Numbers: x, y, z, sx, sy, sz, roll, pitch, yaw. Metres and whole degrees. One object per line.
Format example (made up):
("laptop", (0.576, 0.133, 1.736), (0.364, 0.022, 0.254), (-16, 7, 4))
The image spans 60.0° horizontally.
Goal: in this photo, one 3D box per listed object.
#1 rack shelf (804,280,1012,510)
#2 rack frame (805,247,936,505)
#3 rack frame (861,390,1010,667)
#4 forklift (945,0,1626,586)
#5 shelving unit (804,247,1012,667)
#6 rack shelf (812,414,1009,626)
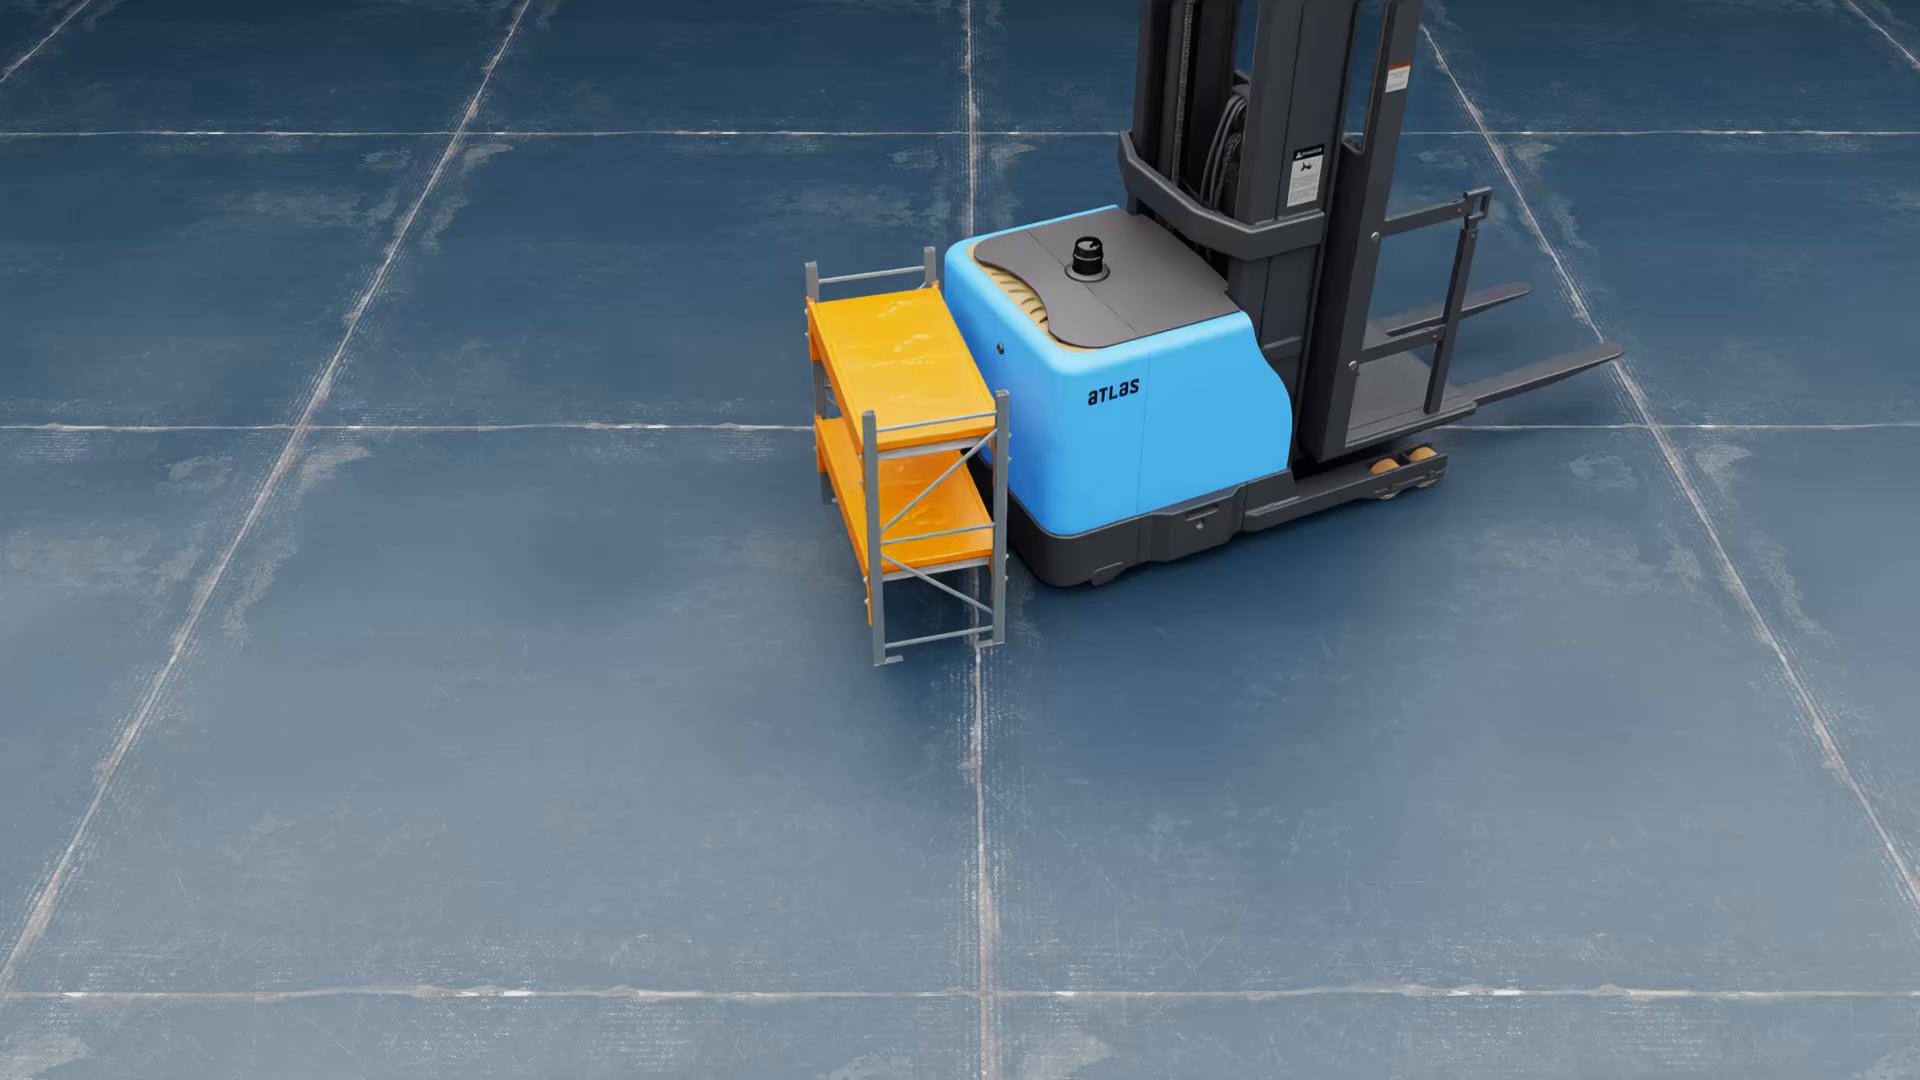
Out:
("rack shelf", (-0.209, -0.554, 6.073), (0.538, 0.278, 1.000), (-9, 40, -11))
("rack frame", (-0.338, -0.633, 6.640), (0.500, 1.125, 0.032), (-9, 40, -11))
("rack frame", (-0.080, -0.018, 5.873), (0.500, 1.125, 0.032), (-9, 40, -11))
("forklift", (1.481, -1.594, 6.396), (3.031, 2.935, 1.130), (-17, 42, -20))
("shelving unit", (-0.209, -0.325, 6.256), (0.538, 1.125, 1.048), (-9, 40, -11))
("rack shelf", (-0.209, -0.134, 6.409), (0.538, 0.278, 1.000), (-9, 40, -11))
